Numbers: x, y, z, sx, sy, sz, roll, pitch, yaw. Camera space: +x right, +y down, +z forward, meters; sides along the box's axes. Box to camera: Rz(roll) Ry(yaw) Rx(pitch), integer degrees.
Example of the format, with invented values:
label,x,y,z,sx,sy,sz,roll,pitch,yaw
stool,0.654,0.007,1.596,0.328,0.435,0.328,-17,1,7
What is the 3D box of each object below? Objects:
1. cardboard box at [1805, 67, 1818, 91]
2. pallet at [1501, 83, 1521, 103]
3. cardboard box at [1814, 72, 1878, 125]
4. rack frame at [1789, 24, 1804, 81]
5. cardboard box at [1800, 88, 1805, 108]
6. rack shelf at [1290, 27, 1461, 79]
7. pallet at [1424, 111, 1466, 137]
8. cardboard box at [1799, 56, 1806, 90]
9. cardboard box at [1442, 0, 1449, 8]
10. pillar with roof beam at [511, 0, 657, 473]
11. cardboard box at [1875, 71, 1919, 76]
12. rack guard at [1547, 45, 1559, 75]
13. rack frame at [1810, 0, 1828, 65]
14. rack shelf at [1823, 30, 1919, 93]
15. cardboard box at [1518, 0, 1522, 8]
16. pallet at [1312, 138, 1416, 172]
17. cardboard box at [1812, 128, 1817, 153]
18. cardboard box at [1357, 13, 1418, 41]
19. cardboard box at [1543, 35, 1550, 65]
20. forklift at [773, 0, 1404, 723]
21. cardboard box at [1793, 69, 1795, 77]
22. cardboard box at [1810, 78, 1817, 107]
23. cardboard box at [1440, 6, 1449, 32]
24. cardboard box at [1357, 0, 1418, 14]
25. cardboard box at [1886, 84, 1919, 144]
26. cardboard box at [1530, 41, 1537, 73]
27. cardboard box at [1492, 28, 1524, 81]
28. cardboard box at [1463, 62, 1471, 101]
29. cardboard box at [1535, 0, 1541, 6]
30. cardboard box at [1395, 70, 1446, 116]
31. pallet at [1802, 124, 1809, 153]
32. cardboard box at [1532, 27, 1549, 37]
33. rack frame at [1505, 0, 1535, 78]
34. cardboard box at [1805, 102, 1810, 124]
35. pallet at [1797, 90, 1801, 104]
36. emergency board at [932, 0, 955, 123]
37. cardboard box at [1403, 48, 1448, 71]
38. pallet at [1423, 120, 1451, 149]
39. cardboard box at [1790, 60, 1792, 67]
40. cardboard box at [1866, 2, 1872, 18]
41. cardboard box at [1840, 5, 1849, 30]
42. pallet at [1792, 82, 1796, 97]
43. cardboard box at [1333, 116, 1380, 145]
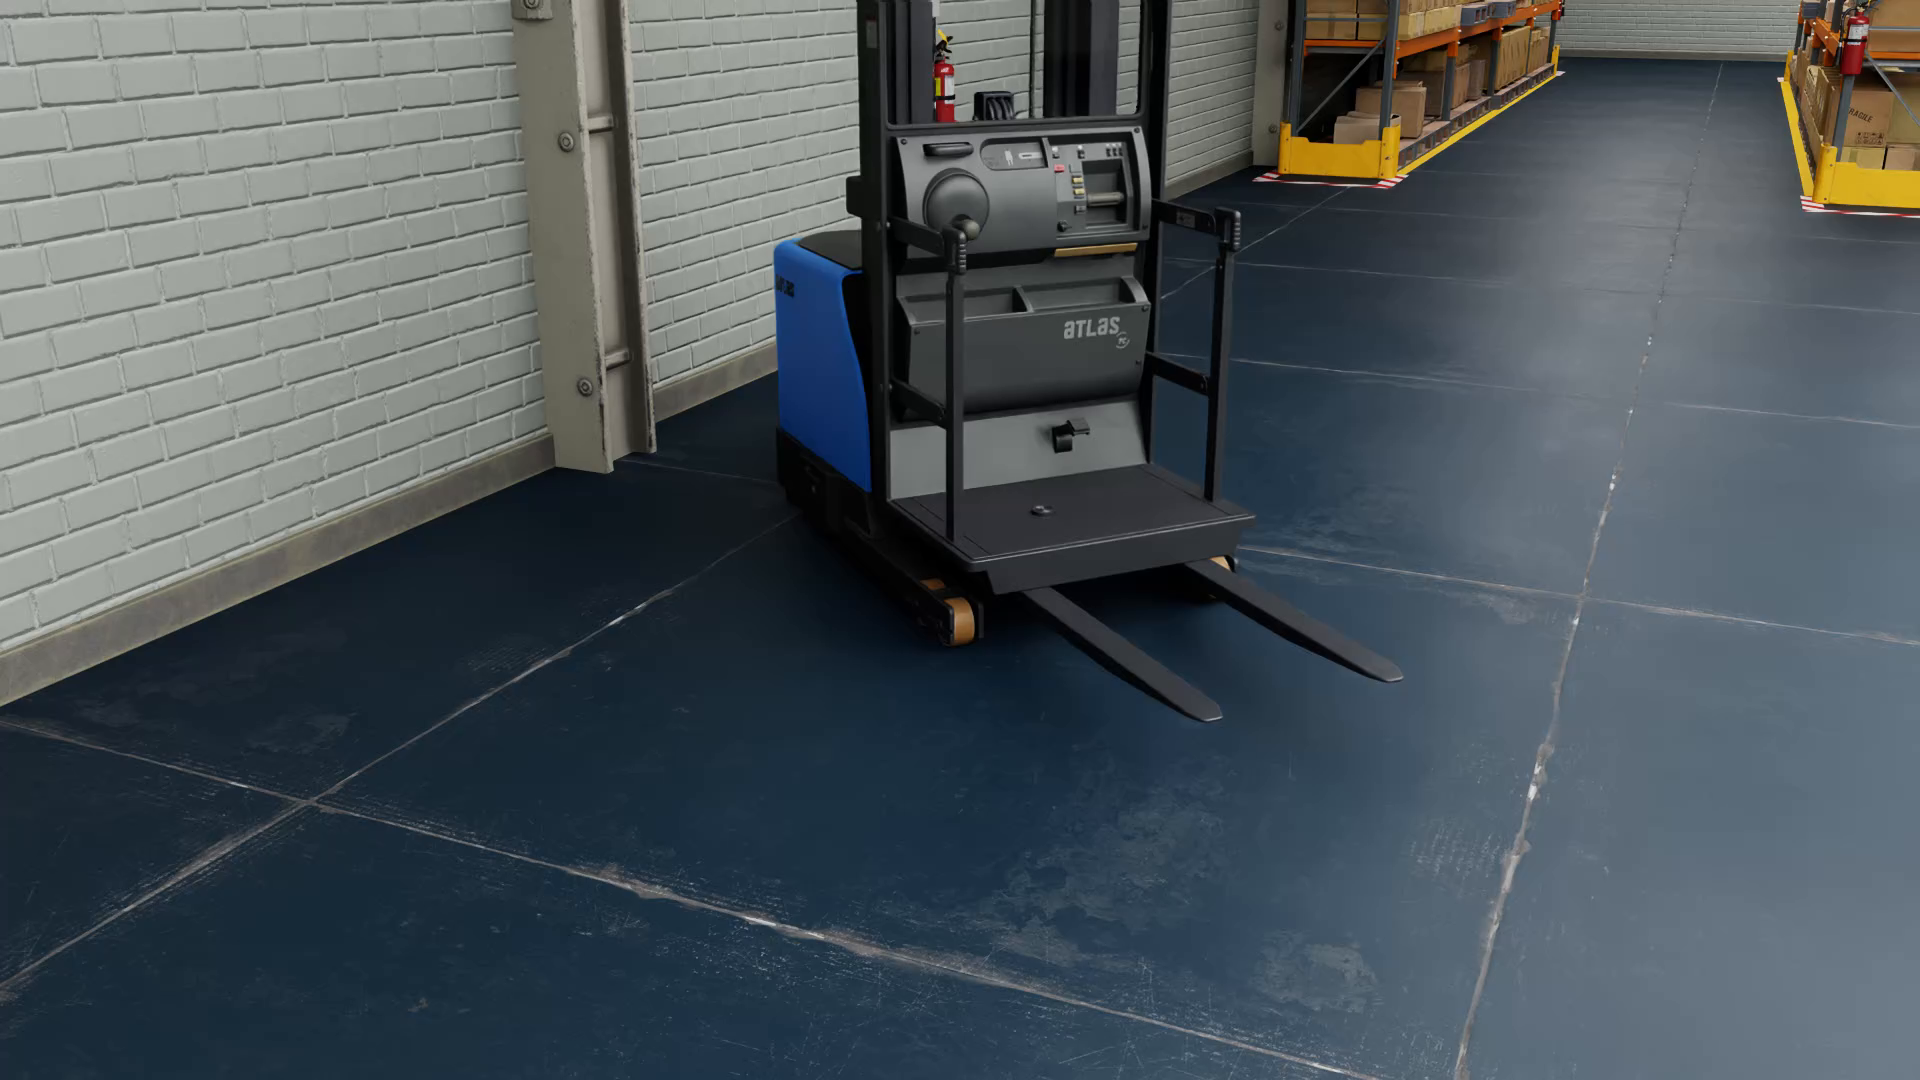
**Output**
label,x,y,z,sx,sy,sz,roll,pitch,yaw
cardboard box,10.916,-5.773,20.866,0.500,0.311,0.500,8,21,21
pallet,7.977,-6.855,25.430,1.003,0.211,1.213,9,21,23
cardboard box,9.083,-4.517,17.050,0.500,0.500,0.500,9,21,23
rack frame,14.881,-9.334,28.238,1.000,3.000,0.127,9,21,23
cardboard box,11.123,-5.671,21.415,0.500,0.250,0.500,8,21,23
rack shelf,4.628,-5.394,18.233,1.077,0.370,4.000,9,21,23
pallet,5.764,-5.269,20.968,1.003,0.211,1.213,9,21,23
cardboard box,12.403,-6.710,23.934,0.500,0.500,0.500,9,21,23
cardboard box,5.120,-6.143,18.342,0.500,0.500,0.500,8,21,21
pillar with roof beam,2.320,-4.022,4.347,9.100,9.000,0.400,9,21,23
cardboard box,9.762,-4.598,17.280,0.500,0.500,0.500,9,21,23
rack guard,10.371,-8.842,30.586,1.175,0.500,0.348,9,21,23
rack frame,11.606,-6.888,21.361,1.000,3.000,0.127,9,21,23
rack shelf,9.149,-4.715,16.325,1.077,0.370,4.000,9,21,23
cardboard box,8.398,-8.231,25.481,0.380,0.149,0.250,9,21,23
pallet,4.205,-4.074,17.610,1.003,0.211,1.213,9,21,23
cardboard box,8.883,-4.010,16.744,0.500,0.250,0.500,9,21,23
cardboard box,4.298,-5.166,16.712,0.500,0.250,0.500,8,21,21
cardboard box,10.165,-8.805,29.854,0.700,0.500,0.500,9,21,23
forklift,0.318,-1.193,5.450,1.130,2.935,3.031,-9,21,-23
cardboard box,13.317,-7.311,26.148,0.380,0.149,0.250,9,21,23
cardboard box,10.079,-5.155,19.128,0.500,0.311,0.500,9,22,24
cardboard box,5.126,-5.790,18.466,0.500,0.250,0.500,8,21,22
cardboard box,4.278,-5.518,16.583,0.500,0.500,0.500,9,21,23
cardboard box,8.955,-3.985,15.555,0.500,0.500,0.500,9,21,23
cardboard box,9.331,-8.178,28.090,0.700,0.500,0.500,8,21,22
cardboard box,8.214,-7.486,25.624,0.750,0.750,0.750,9,22,24
cardboard box,6.520,-6.228,22.578,0.700,0.500,0.500,9,21,23
cardboard box,8.960,-9.095,27.118,0.980,0.700,0.700,9,21,24
cardboard box,5.733,-5.601,20.815,0.700,0.500,0.500,9,22,25
pallet,10.234,-4.582,19.039,1.003,0.211,1.213,9,21,23
cardboard box,10.175,-8.968,29.345,0.380,0.149,0.250,9,22,24
rack frame,8.723,-8.790,26.708,1.000,3.000,0.127,9,21,23
cardboard box,10.291,-5.045,19.656,0.500,0.250,0.500,9,21,24
pallet,12.945,-6.543,24.553,1.003,0.211,1.213,9,21,23
emergency board,-0.197,-2.870,10.061,0.194,1.169,0.643,9,21,23
cardboard box,5.910,-6.089,21.070,0.500,0.250,0.500,8,21,22
pallet,5.204,-4.820,19.708,1.003,0.211,1.213,9,21,23
cardboard box,14.294,-8.049,28.197,0.380,0.166,0.250,9,21,23
cardboard box,8.743,-4.792,15.318,0.700,0.500,0.500,9,22,24
cardboard box,10.160,-5.896,18.772,0.396,0.266,0.258,8,21,21
pallet,13.526,-7.007,25.857,1.003,0.211,1.213,9,21,23
cardboard box,4.174,-4.261,17.330,0.500,0.311,0.500,6,20,17
